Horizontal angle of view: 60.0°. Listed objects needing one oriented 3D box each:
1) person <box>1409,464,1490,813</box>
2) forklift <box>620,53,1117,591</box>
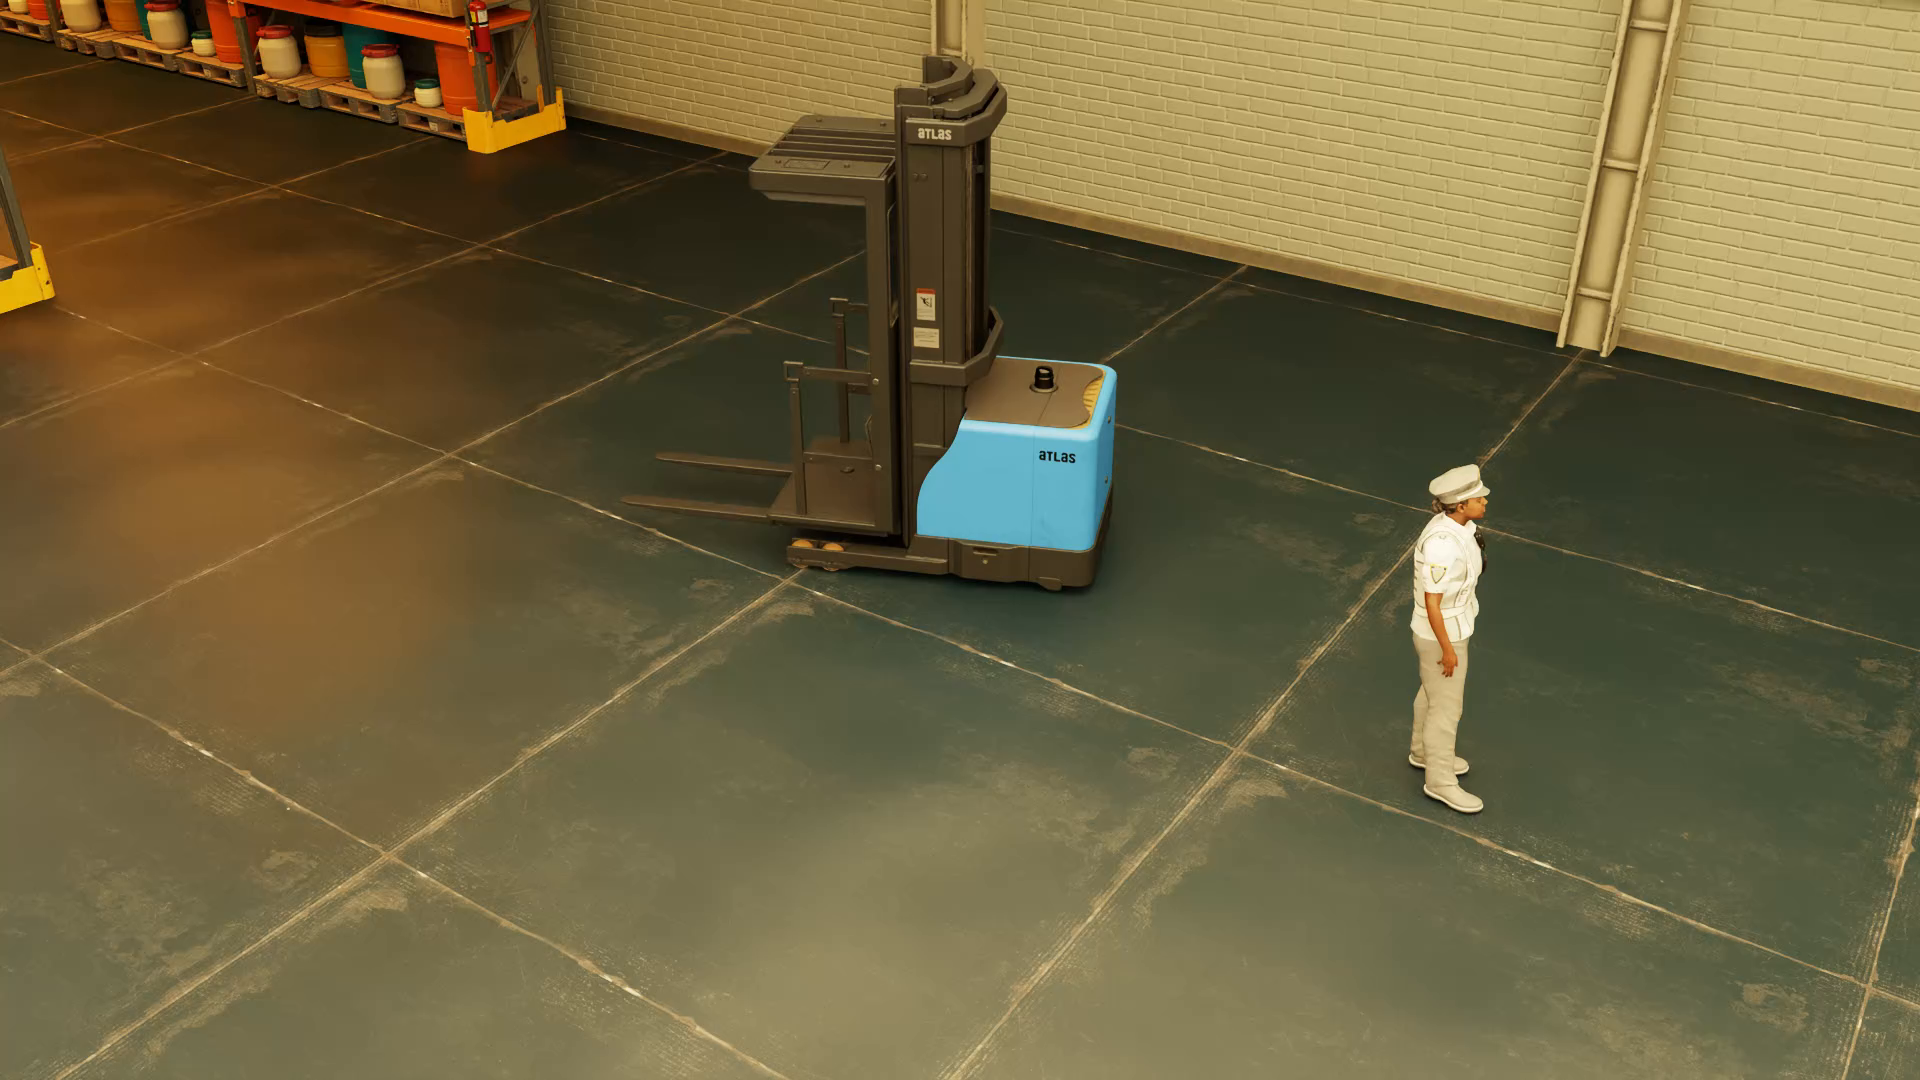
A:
[{"bbox_3d":[2.416,0.442,8.035,0.530,1.695,0.570,12,32,20],"label":"person"},{"bbox_3d":[-0.596,-1.330,9.871,3.031,2.935,1.130,6,31,10],"label":"forklift"}]
